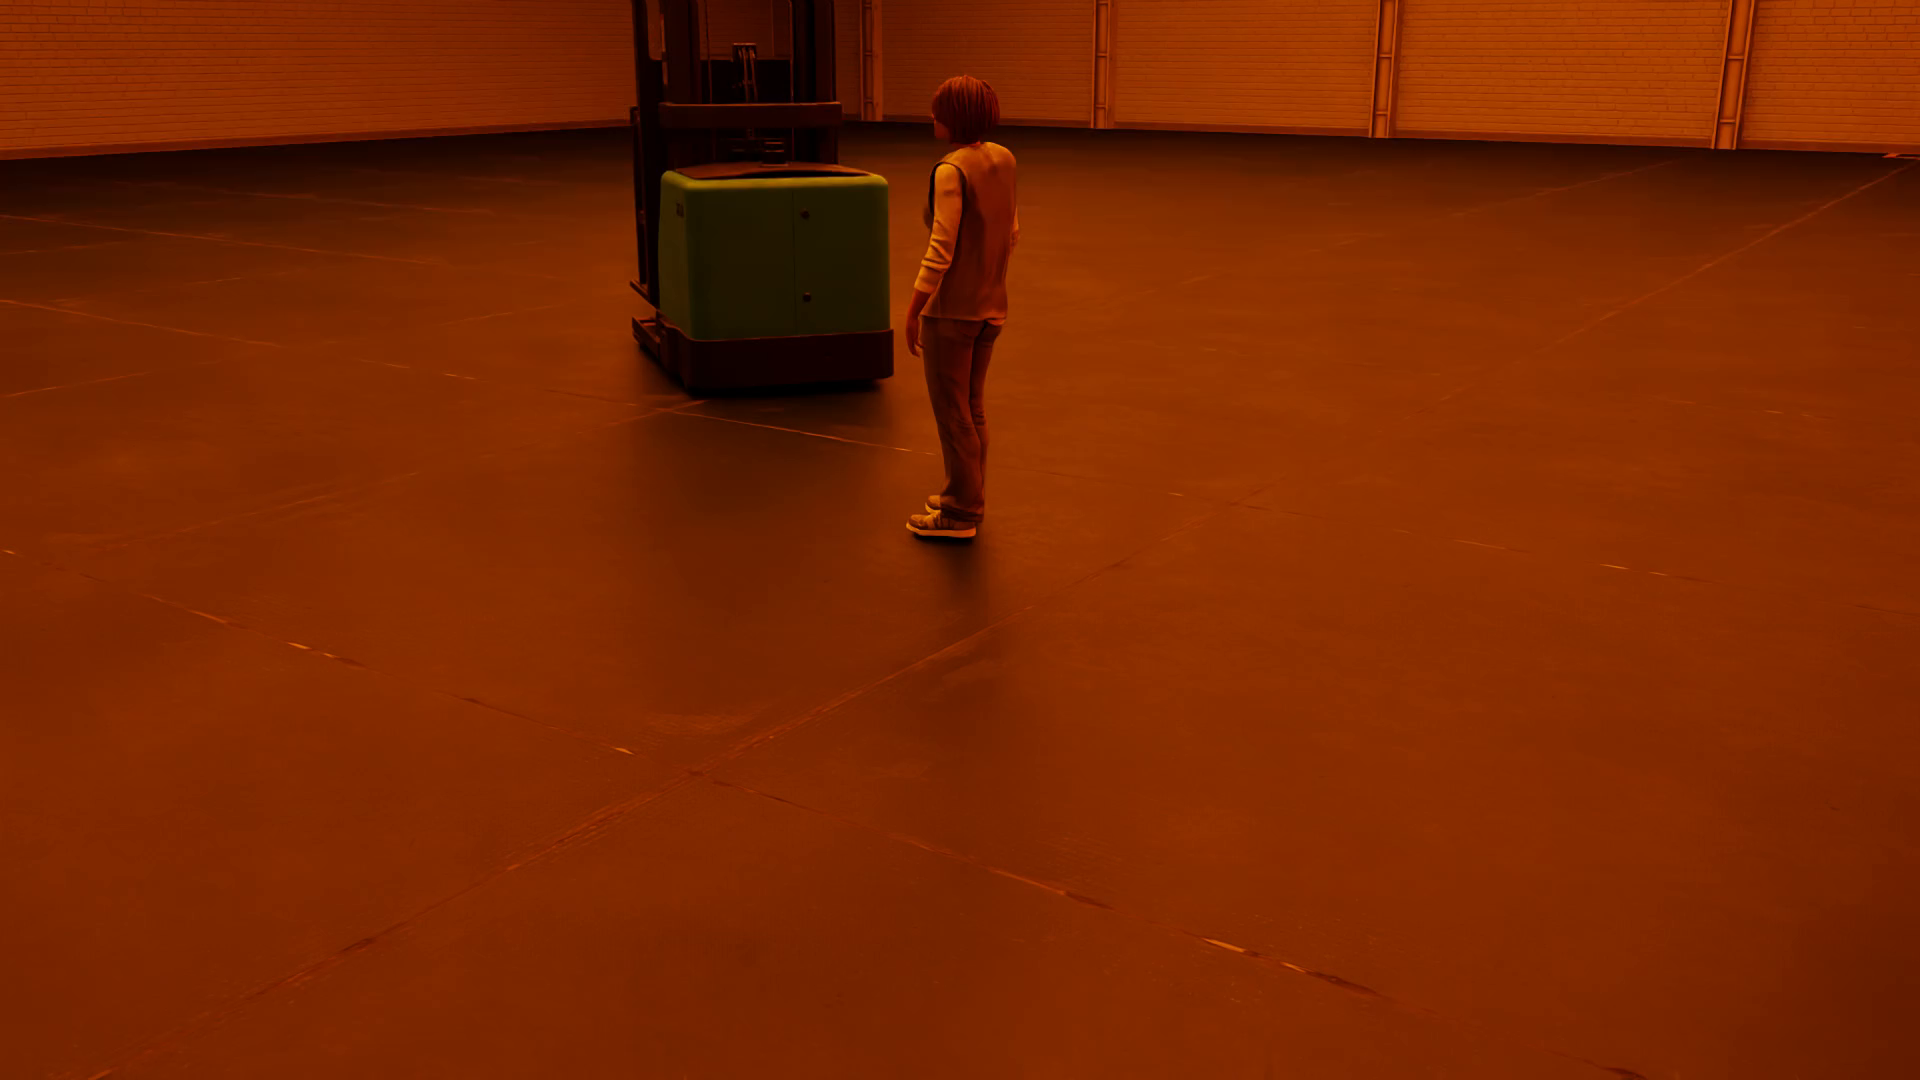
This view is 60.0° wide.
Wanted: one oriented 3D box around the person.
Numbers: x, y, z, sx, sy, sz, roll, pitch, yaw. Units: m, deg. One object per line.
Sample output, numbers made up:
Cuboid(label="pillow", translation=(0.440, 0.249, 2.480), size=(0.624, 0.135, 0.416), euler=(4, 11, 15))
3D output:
Cuboid(label="person", translation=(-0.052, -0.788, 5.769), size=(0.475, 1.597, 0.520), euler=(11, 20, 33))

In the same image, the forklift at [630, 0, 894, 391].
Cuboid(label="forklift", translation=(-1.293, -2.528, 9.287), size=(1.130, 2.935, 3.031), euler=(-6, 18, -18))
